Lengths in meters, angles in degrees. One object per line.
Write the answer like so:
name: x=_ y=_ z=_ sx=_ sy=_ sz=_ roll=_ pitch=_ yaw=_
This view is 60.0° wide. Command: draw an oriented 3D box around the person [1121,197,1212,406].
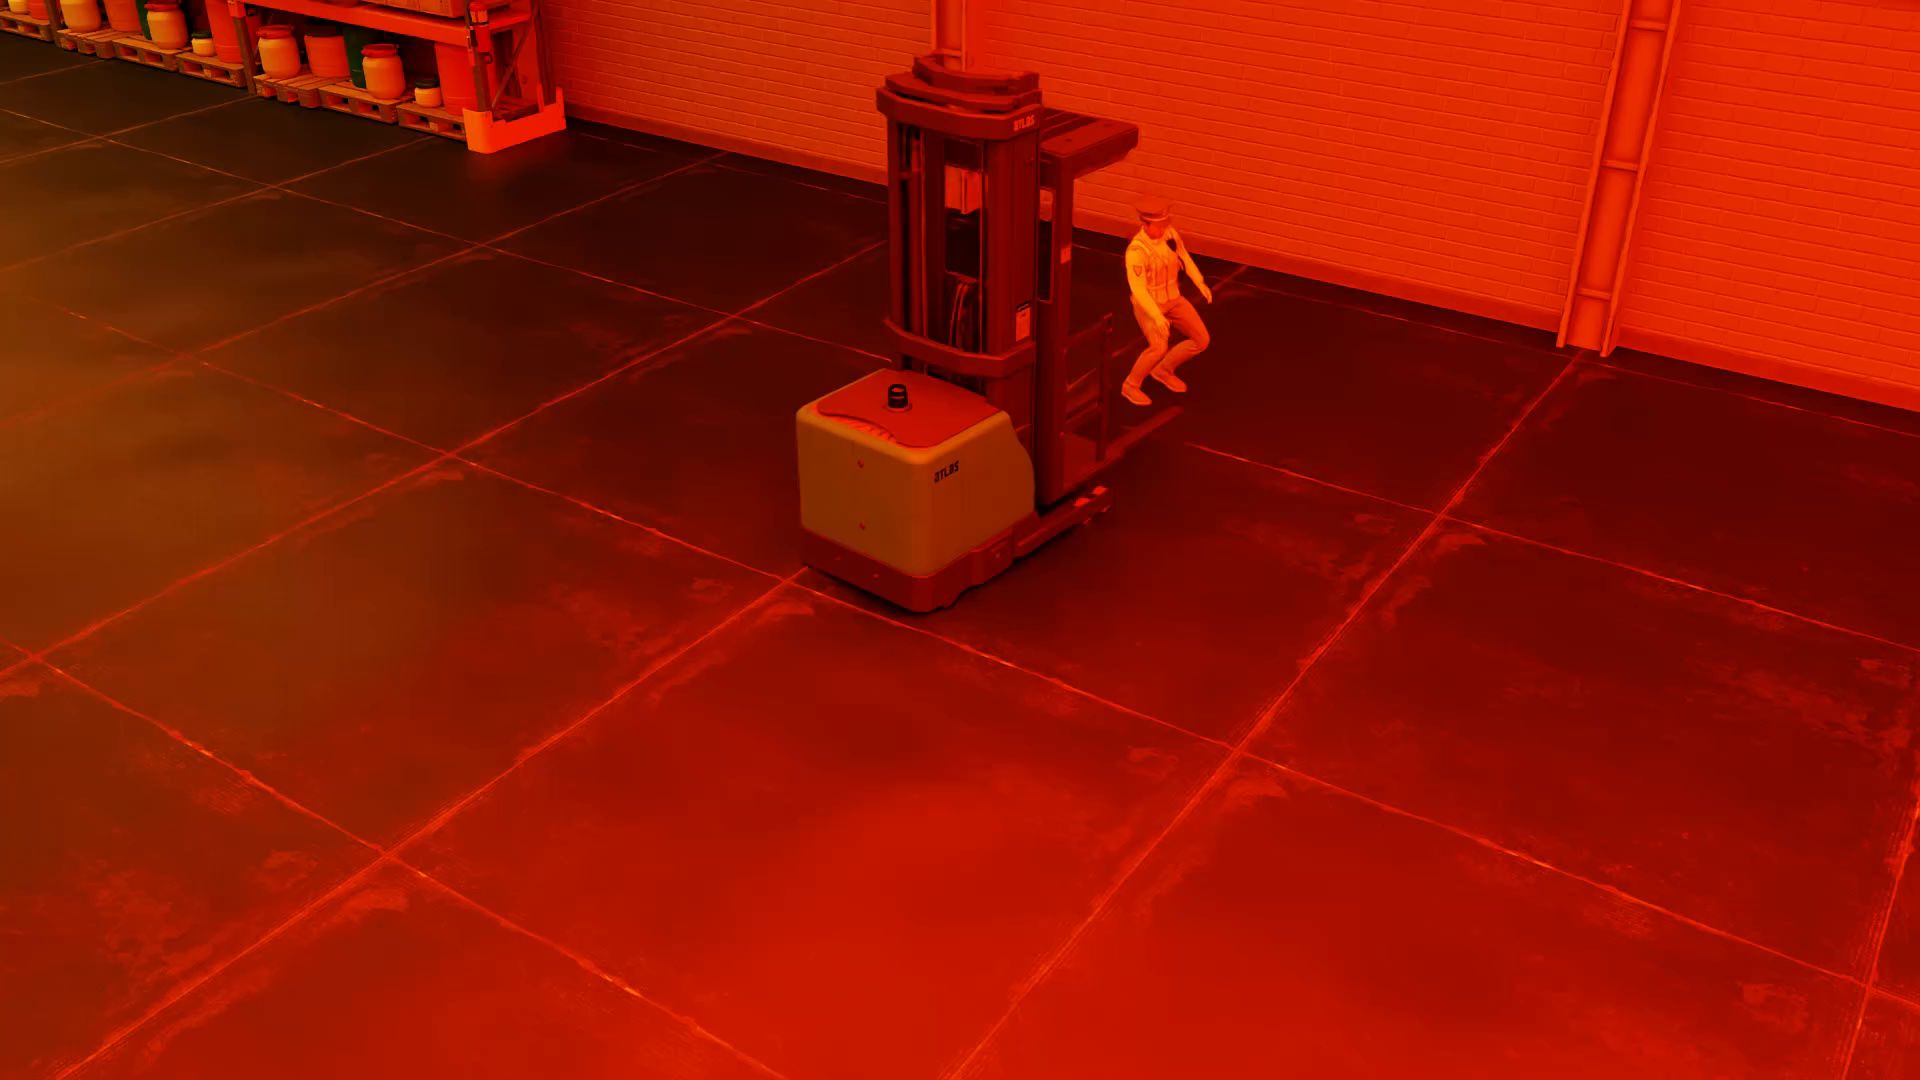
person: x=1.451 y=-1.664 z=11.706 sx=0.713 sy=1.469 sz=0.620 roll=-22 pitch=36 yaw=-32

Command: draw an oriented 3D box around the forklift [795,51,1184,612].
forklift: x=0.350 y=-1.517 z=10.193 sx=1.130 sy=2.935 sz=3.031 roll=23 pitch=37 yaw=33
